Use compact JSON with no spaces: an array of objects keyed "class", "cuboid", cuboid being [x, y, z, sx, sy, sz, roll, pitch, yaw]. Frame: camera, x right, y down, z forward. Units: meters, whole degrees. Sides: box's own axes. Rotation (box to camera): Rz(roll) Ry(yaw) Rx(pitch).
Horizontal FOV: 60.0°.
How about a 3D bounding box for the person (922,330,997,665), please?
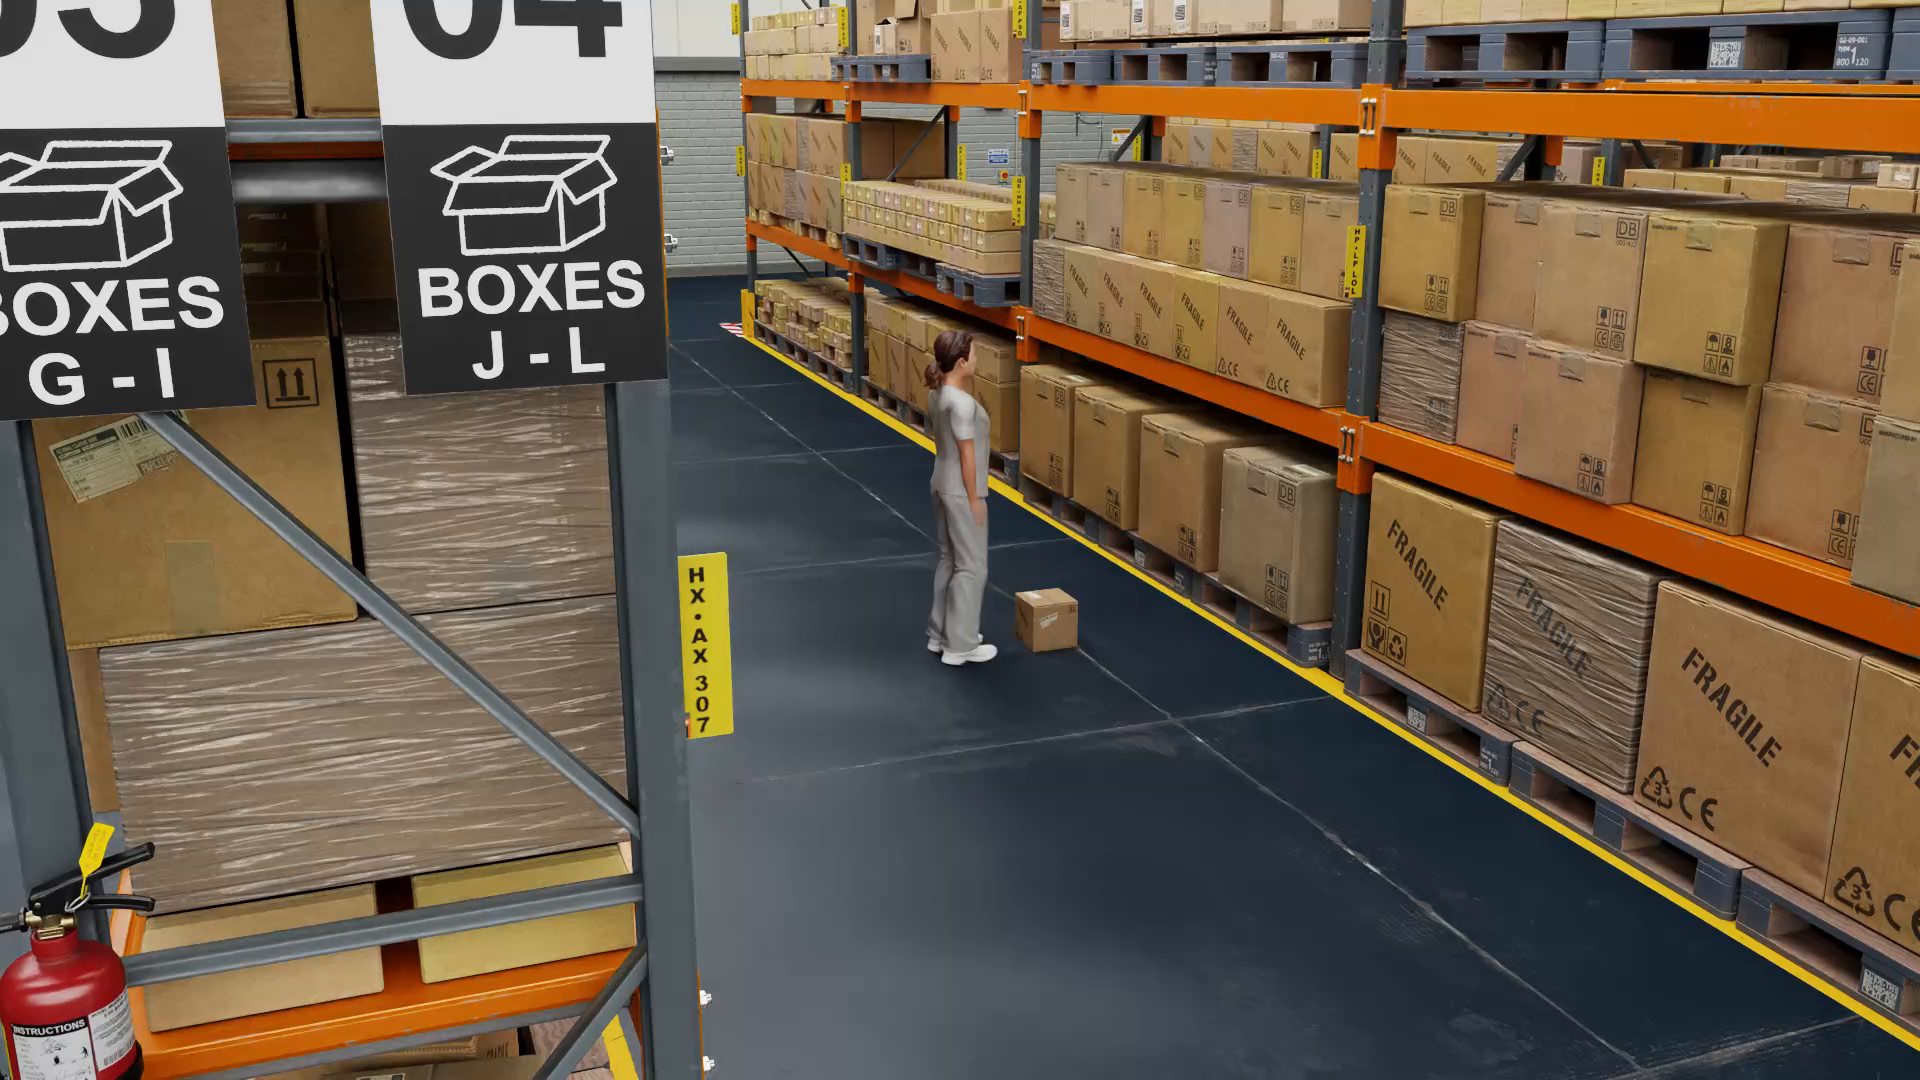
[{"class":"person","cuboid":[-0.016,-0.220,8.332,0.361,1.667,0.437,-5,17,-18]}]
